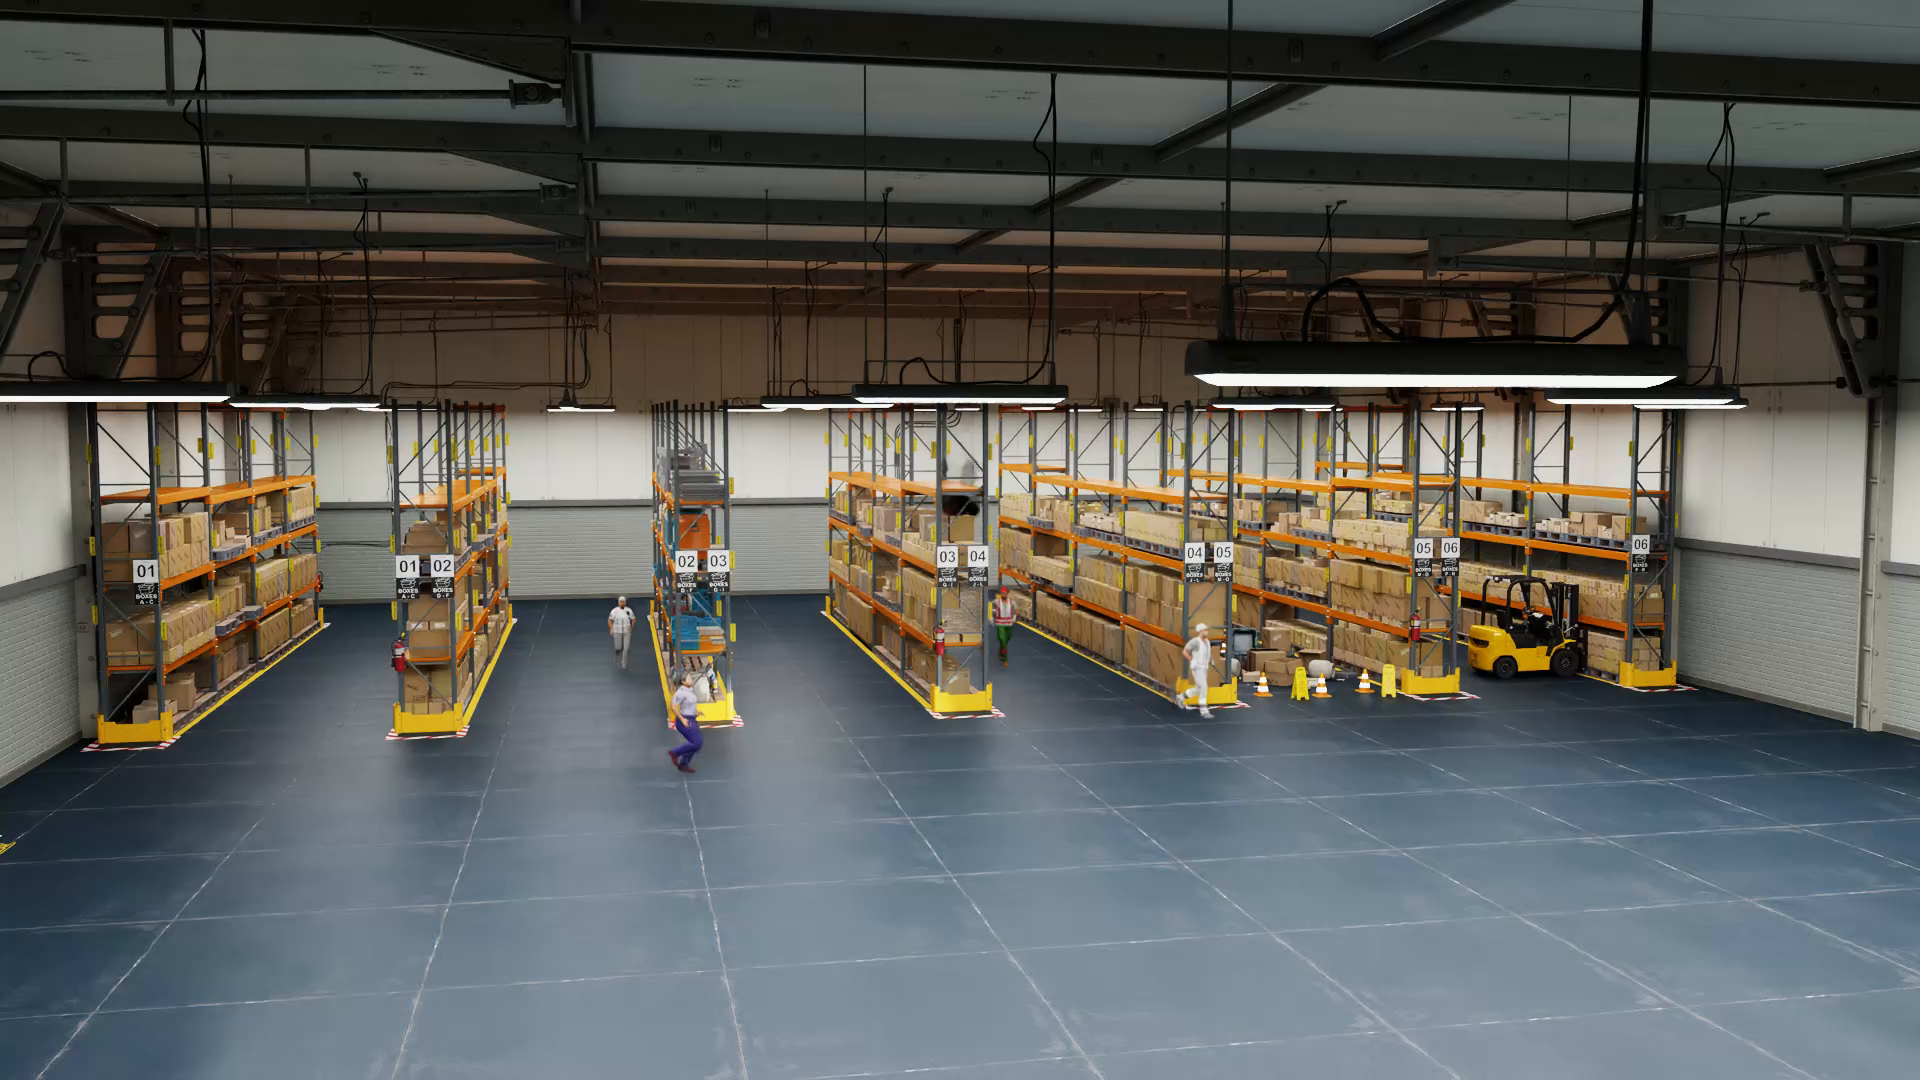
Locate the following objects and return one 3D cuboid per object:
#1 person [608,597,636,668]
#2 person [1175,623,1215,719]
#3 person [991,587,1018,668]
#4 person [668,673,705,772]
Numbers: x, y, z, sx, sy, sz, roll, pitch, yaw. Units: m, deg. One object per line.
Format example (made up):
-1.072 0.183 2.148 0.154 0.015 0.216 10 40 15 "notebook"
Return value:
-7.623 2.088 37.565 0.621 1.617 0.554 -1 4 -16 "person"
4.533 2.472 31.692 0.903 1.778 0.682 4 6 40 "person"
1.009 1.963 38.019 0.658 1.799 0.935 -1 4 -16 "person"
-4.369 2.927 26.615 0.549 1.606 0.607 0 4 5 "person"
